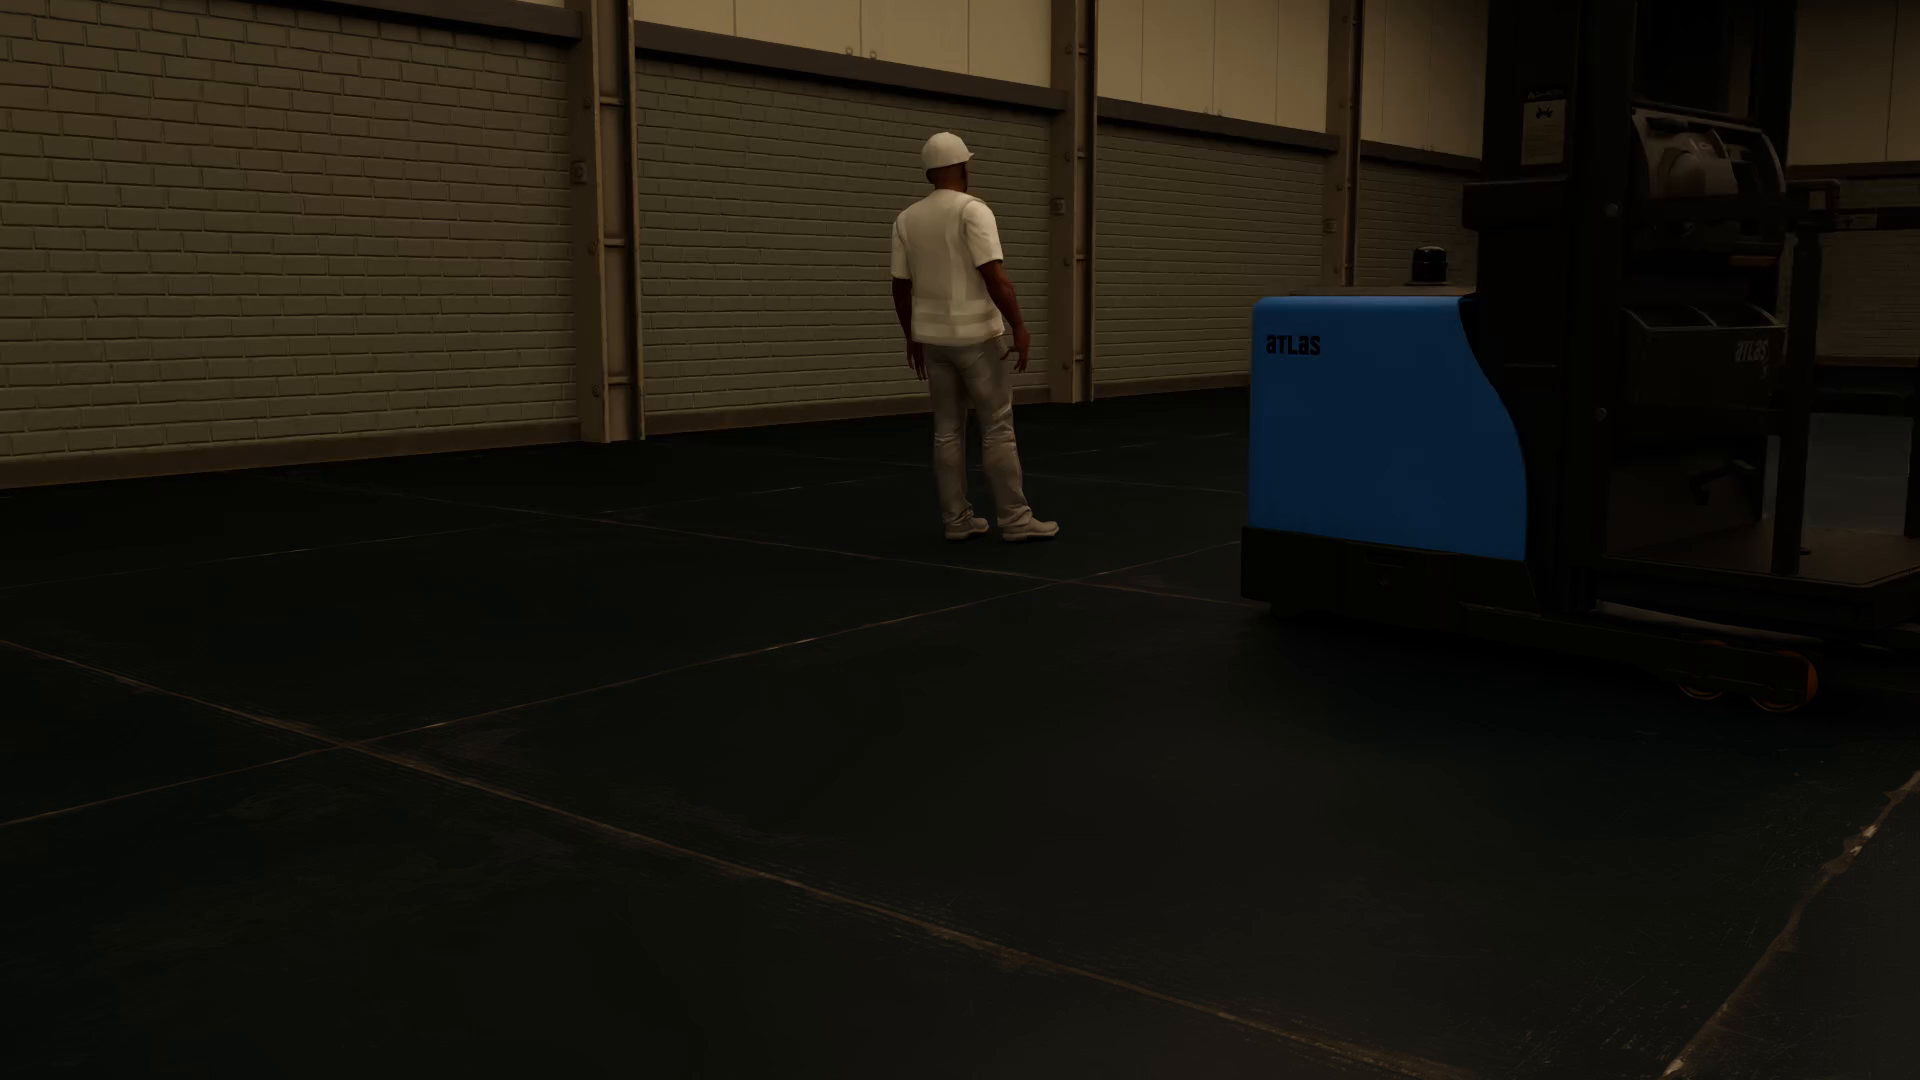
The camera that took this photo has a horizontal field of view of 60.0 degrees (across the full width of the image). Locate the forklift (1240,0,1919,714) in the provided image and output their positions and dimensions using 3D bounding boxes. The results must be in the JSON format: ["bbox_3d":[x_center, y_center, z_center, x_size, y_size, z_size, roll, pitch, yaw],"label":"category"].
[{"bbox_3d":[2.319,-1.082,4.677,1.130,2.935,3.031,-8,11,-42],"label":"forklift"}]

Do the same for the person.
[{"bbox_3d":[0.048,-0.888,7.325,0.665,1.765,0.577,7,11,38],"label":"person"}]
